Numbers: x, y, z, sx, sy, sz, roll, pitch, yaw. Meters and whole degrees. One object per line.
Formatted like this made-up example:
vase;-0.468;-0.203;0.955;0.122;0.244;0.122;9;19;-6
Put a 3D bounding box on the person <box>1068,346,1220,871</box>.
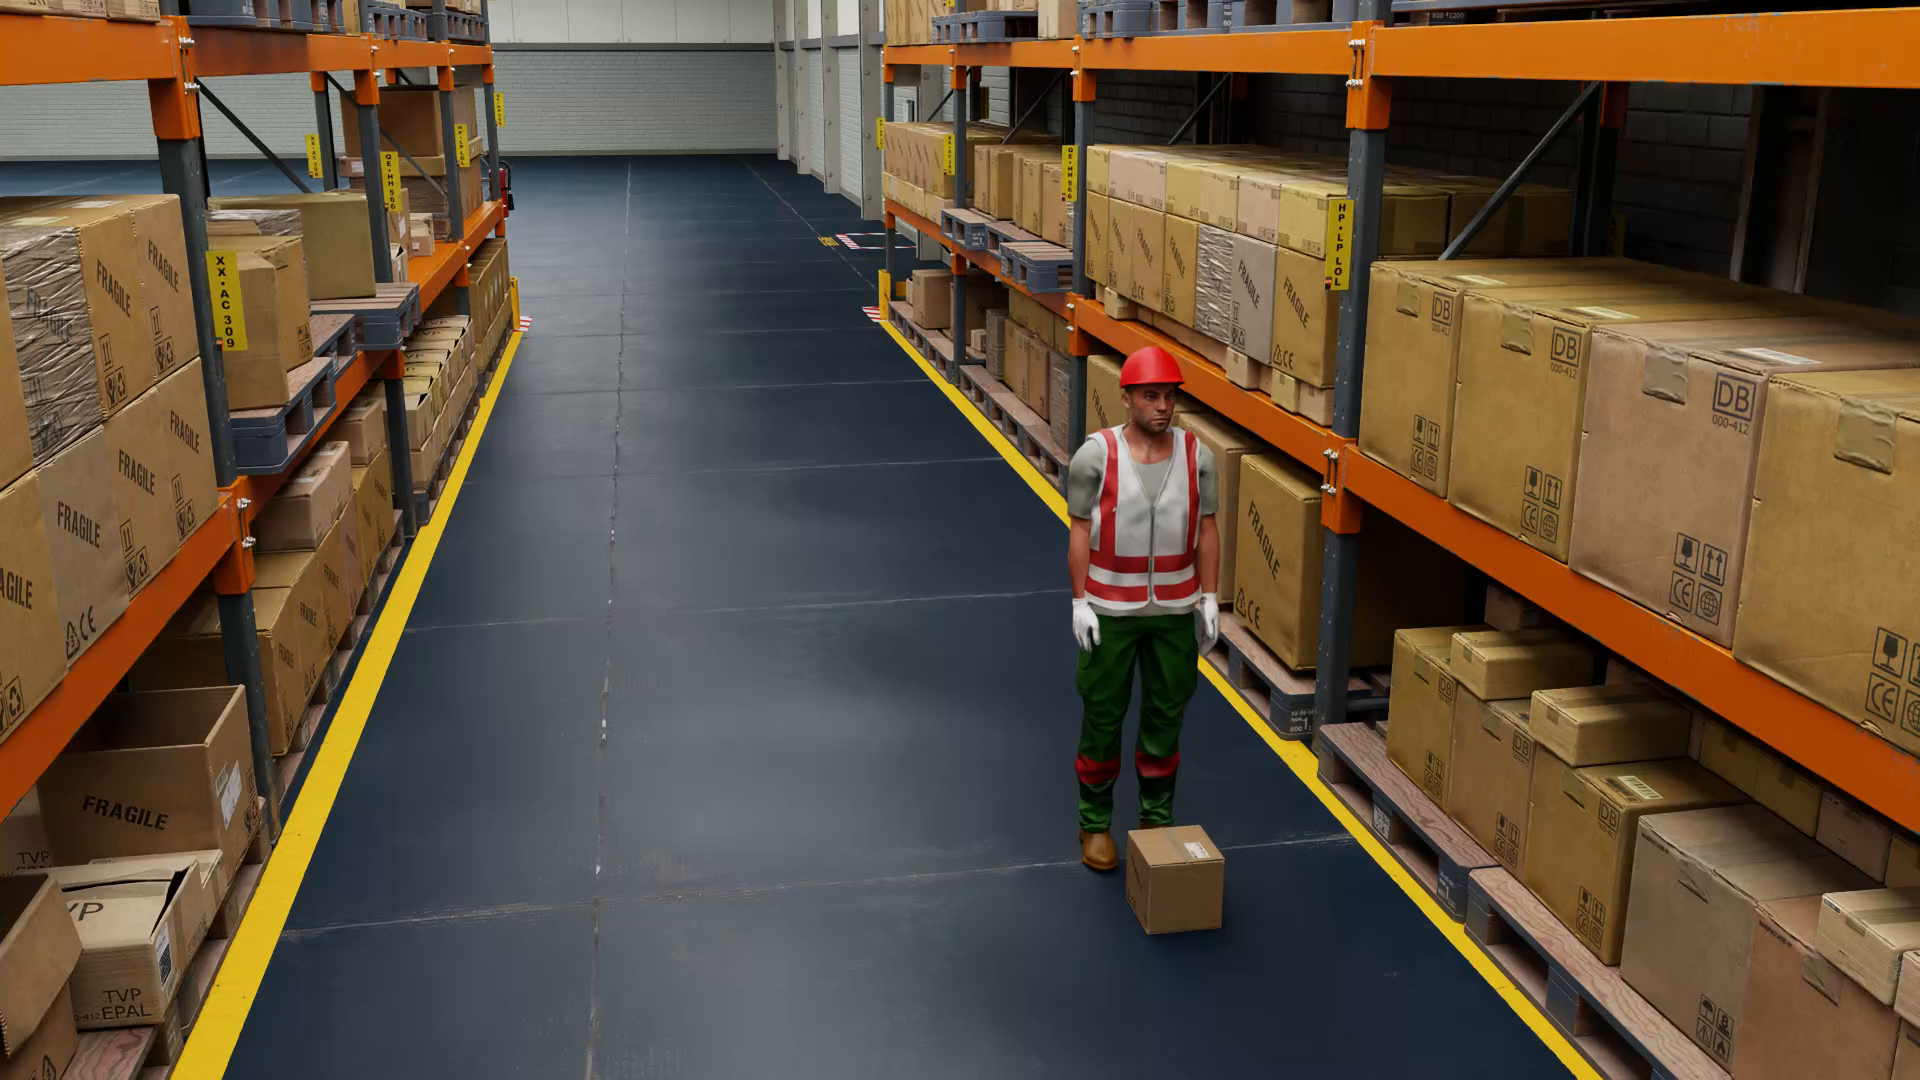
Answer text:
person;0.628;0.236;5.668;0.528;1.798;0.351;-3;16;-9
